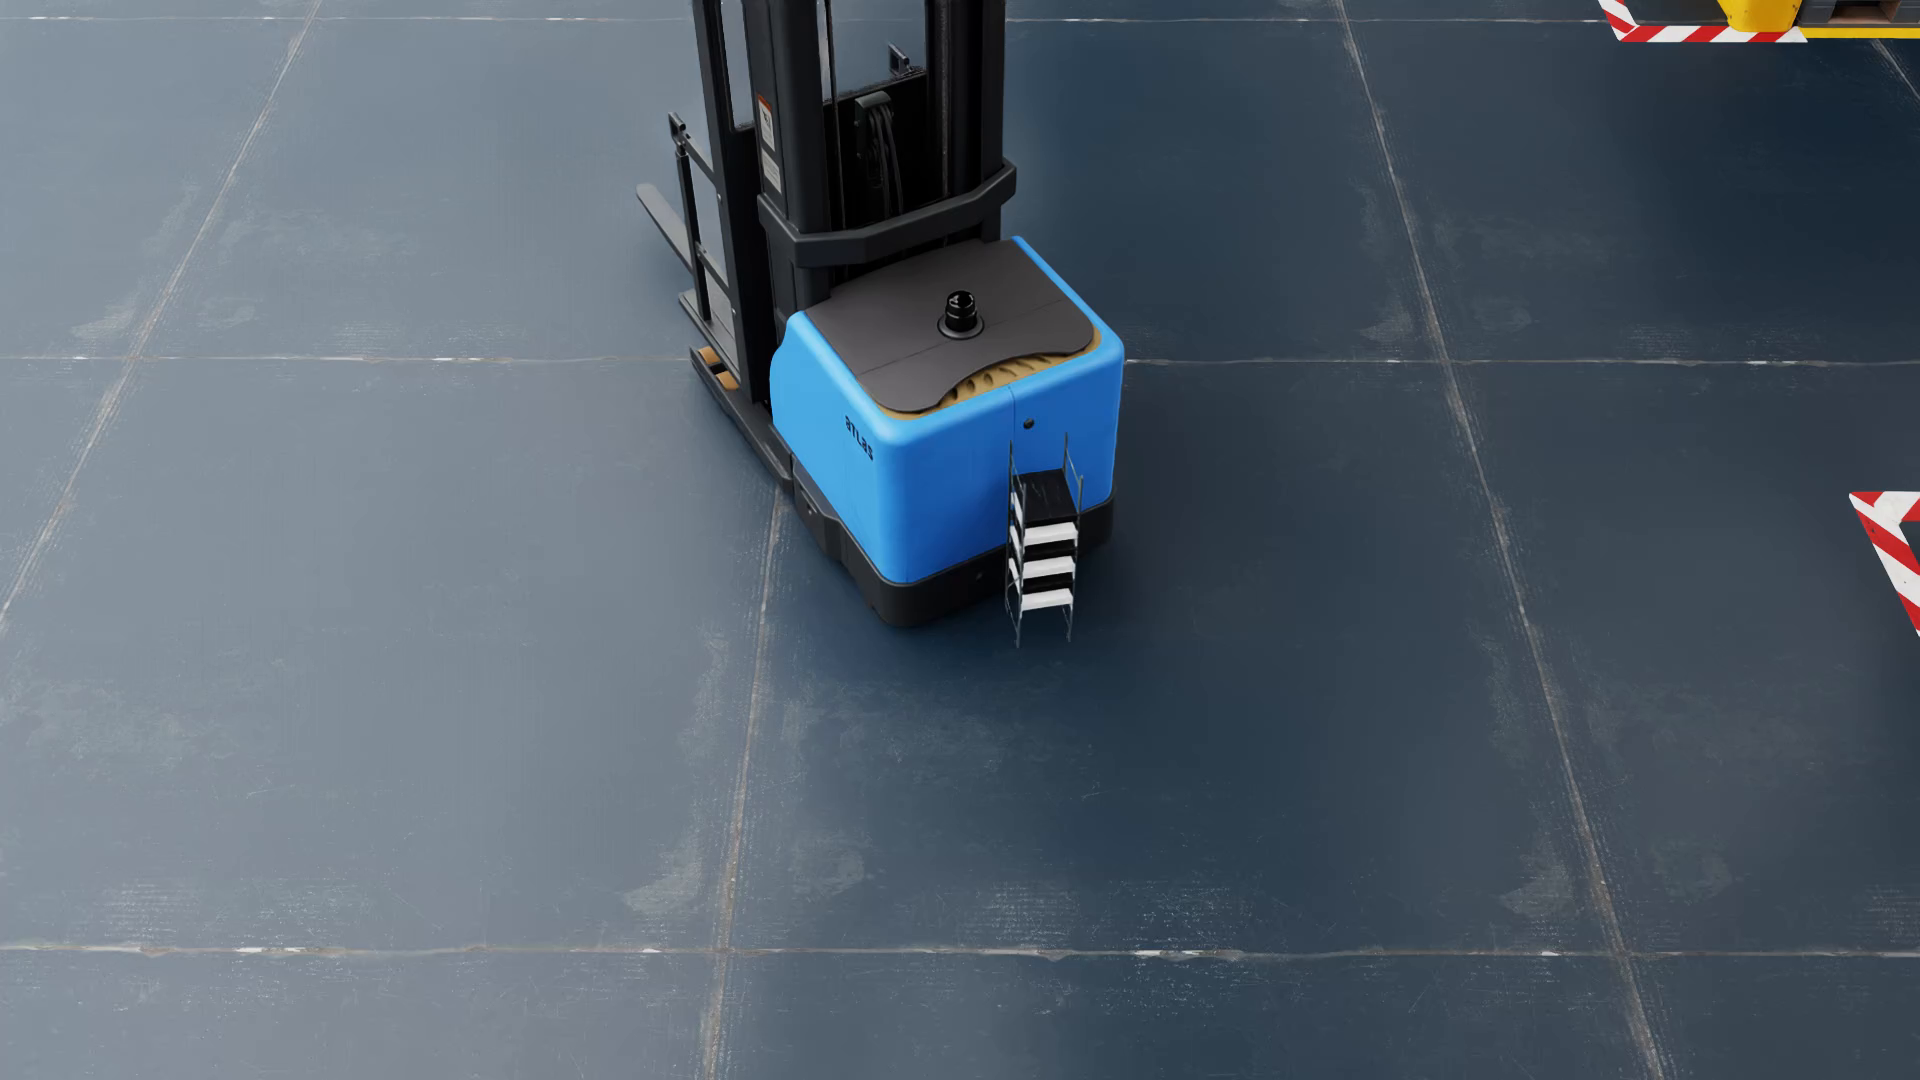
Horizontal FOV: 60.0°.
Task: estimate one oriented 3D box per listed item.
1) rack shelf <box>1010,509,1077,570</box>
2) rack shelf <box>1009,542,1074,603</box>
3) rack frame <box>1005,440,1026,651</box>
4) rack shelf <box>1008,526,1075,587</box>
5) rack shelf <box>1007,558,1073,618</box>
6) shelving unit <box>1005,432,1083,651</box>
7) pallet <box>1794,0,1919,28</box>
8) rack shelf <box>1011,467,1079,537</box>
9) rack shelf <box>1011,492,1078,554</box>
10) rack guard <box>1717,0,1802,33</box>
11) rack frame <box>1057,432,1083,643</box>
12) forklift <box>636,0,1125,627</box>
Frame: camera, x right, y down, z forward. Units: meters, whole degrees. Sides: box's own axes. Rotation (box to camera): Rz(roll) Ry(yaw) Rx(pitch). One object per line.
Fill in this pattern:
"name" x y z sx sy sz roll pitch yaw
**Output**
"rack shelf" 0.303 -0.017 6.155 0.200 0.077 0.258 -8 48 -8
"rack shelf" 0.303 0.105 6.286 0.200 0.077 0.258 -8 48 -8
"rack frame" 0.204 0.036 6.183 0.006 0.900 0.240 -8 48 -8
"rack shelf" 0.303 0.044 6.221 0.200 0.077 0.258 -8 48 -8
"rack shelf" 0.303 0.167 6.352 0.200 0.077 0.258 -8 48 -8
"shelving unit" 0.303 0.021 6.196 0.210 0.900 0.258 -8 48 -8
"pallet" 5.429 -3.385 9.838 1.213 0.211 1.003 0 47 0
"rack shelf" 0.303 -0.140 6.023 0.200 0.077 0.258 -8 48 -8
"rack shelf" 0.303 -0.079 6.089 0.200 0.077 0.258 -8 48 -8
"rack guard" 4.617 -3.512 9.758 0.348 0.500 1.175 0 47 0
"rack frame" 0.403 0.007 6.210 0.006 0.900 0.240 -8 48 -8
"forklift" -0.549 -1.736 6.444 1.130 2.935 3.031 -23 51 -20
